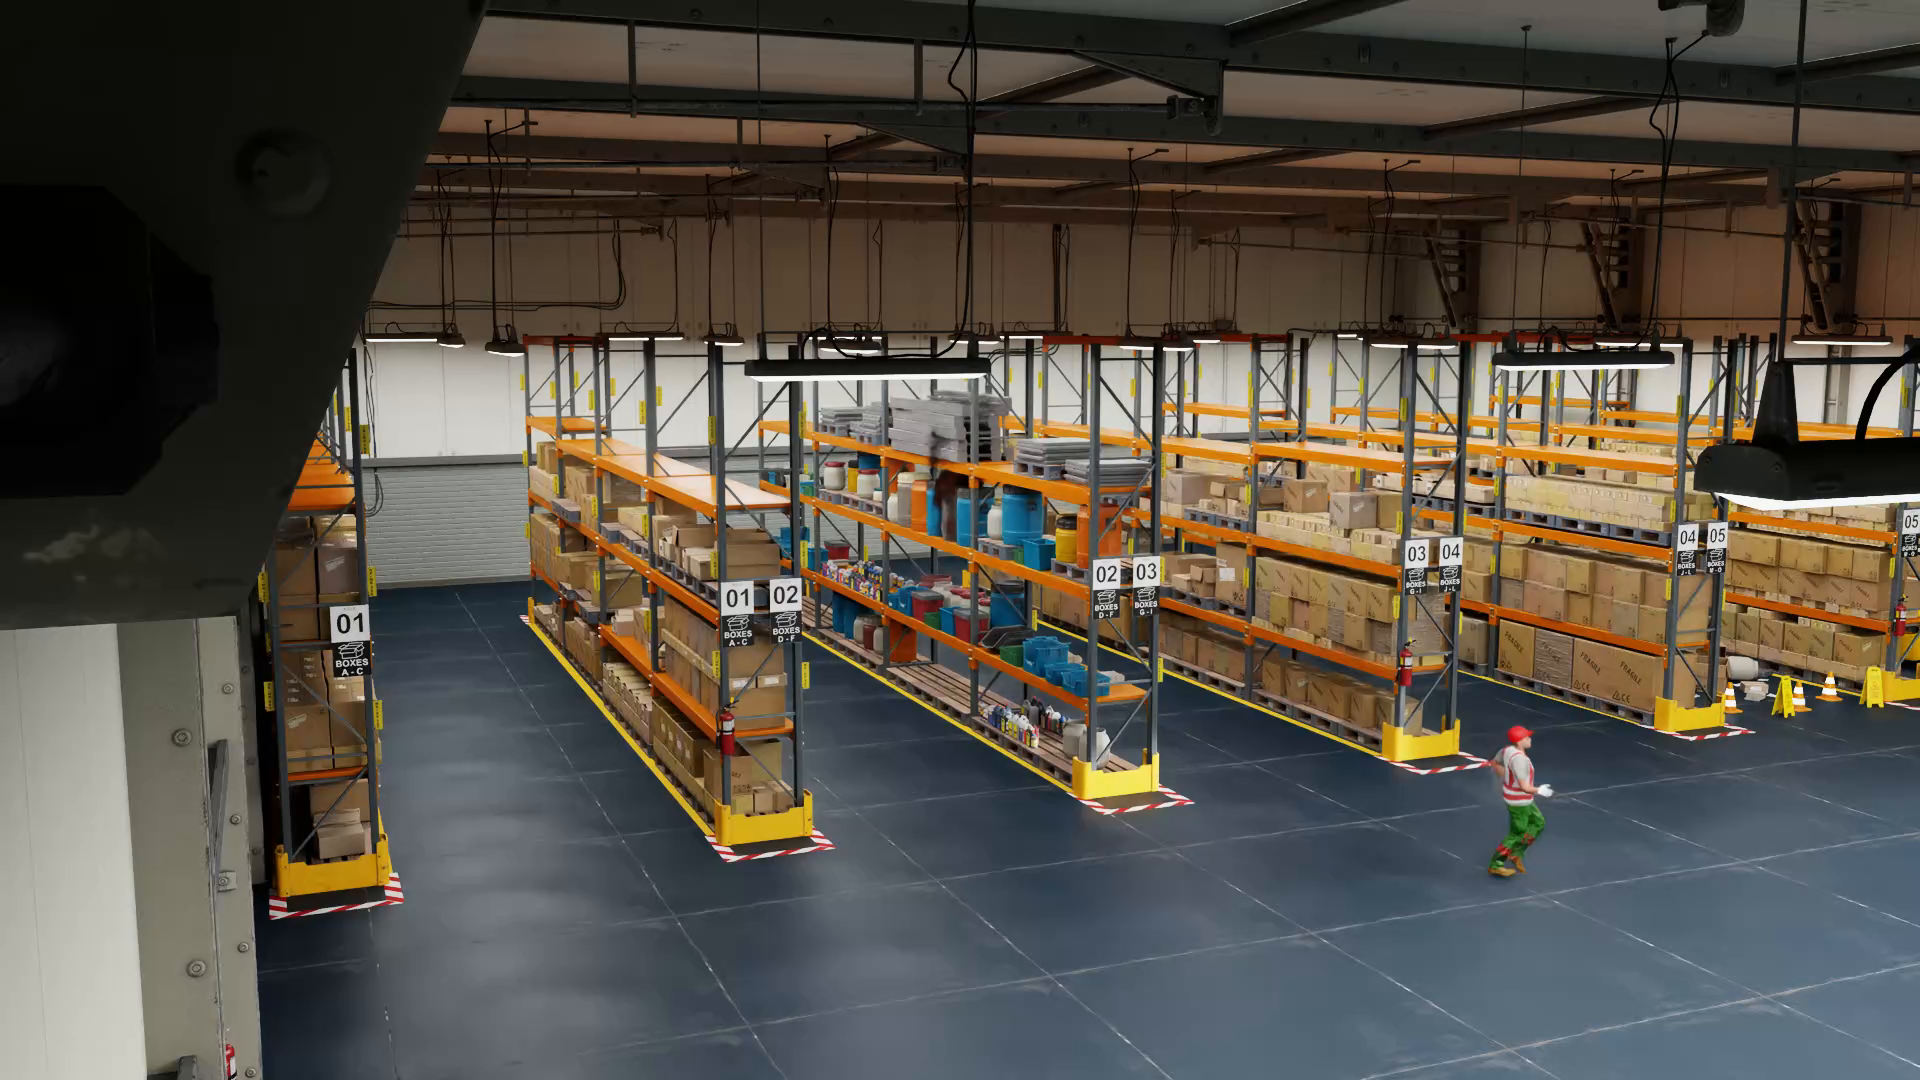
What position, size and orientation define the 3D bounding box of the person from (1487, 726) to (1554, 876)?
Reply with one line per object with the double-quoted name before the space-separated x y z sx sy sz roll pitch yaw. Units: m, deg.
"person" 6.367 2.958 18.889 0.666 1.756 0.672 1 8 9
